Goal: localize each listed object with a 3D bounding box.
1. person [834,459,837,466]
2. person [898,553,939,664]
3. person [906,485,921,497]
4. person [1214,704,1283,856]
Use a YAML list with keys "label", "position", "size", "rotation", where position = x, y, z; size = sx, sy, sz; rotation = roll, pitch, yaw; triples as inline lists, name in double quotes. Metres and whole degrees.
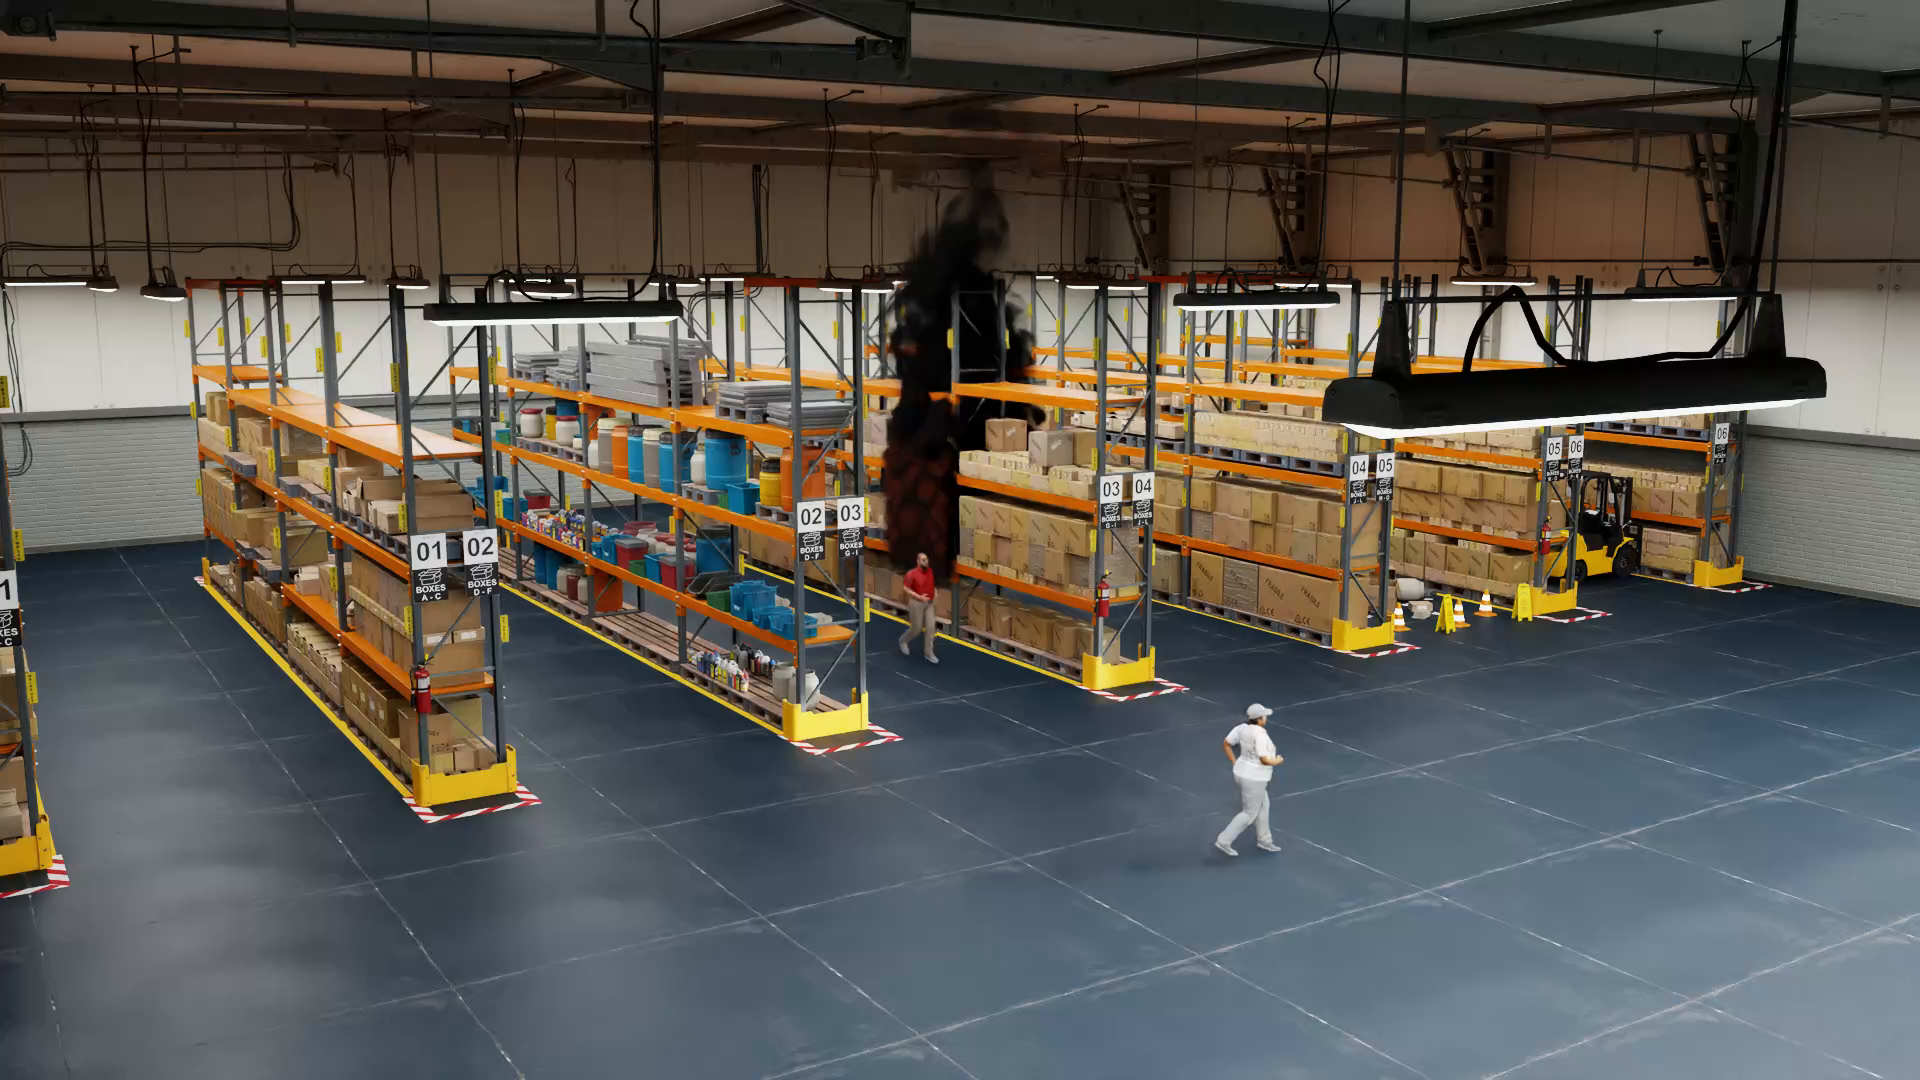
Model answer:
- label: "person"
  position: [-3.114, -1.387, 41.483]
  size: [0.662, 1.572, 0.640]
  rotation: [-6, 11, -30]
- label: "person"
  position: [-0.635, 1.059, 26.534]
  size: [0.670, 1.741, 0.839]
  rotation: [-8, 12, -39]
- label: "person"
  position: [-1.182, -1.696, 42.831]
  size: [0.743, 1.728, 0.685]
  rotation: [-5, 11, -25]
- label: "person"
  position: [3.098, 2.579, 17.706]
  size: [0.851, 1.697, 0.598]
  rotation: [-3, 10, -15]
